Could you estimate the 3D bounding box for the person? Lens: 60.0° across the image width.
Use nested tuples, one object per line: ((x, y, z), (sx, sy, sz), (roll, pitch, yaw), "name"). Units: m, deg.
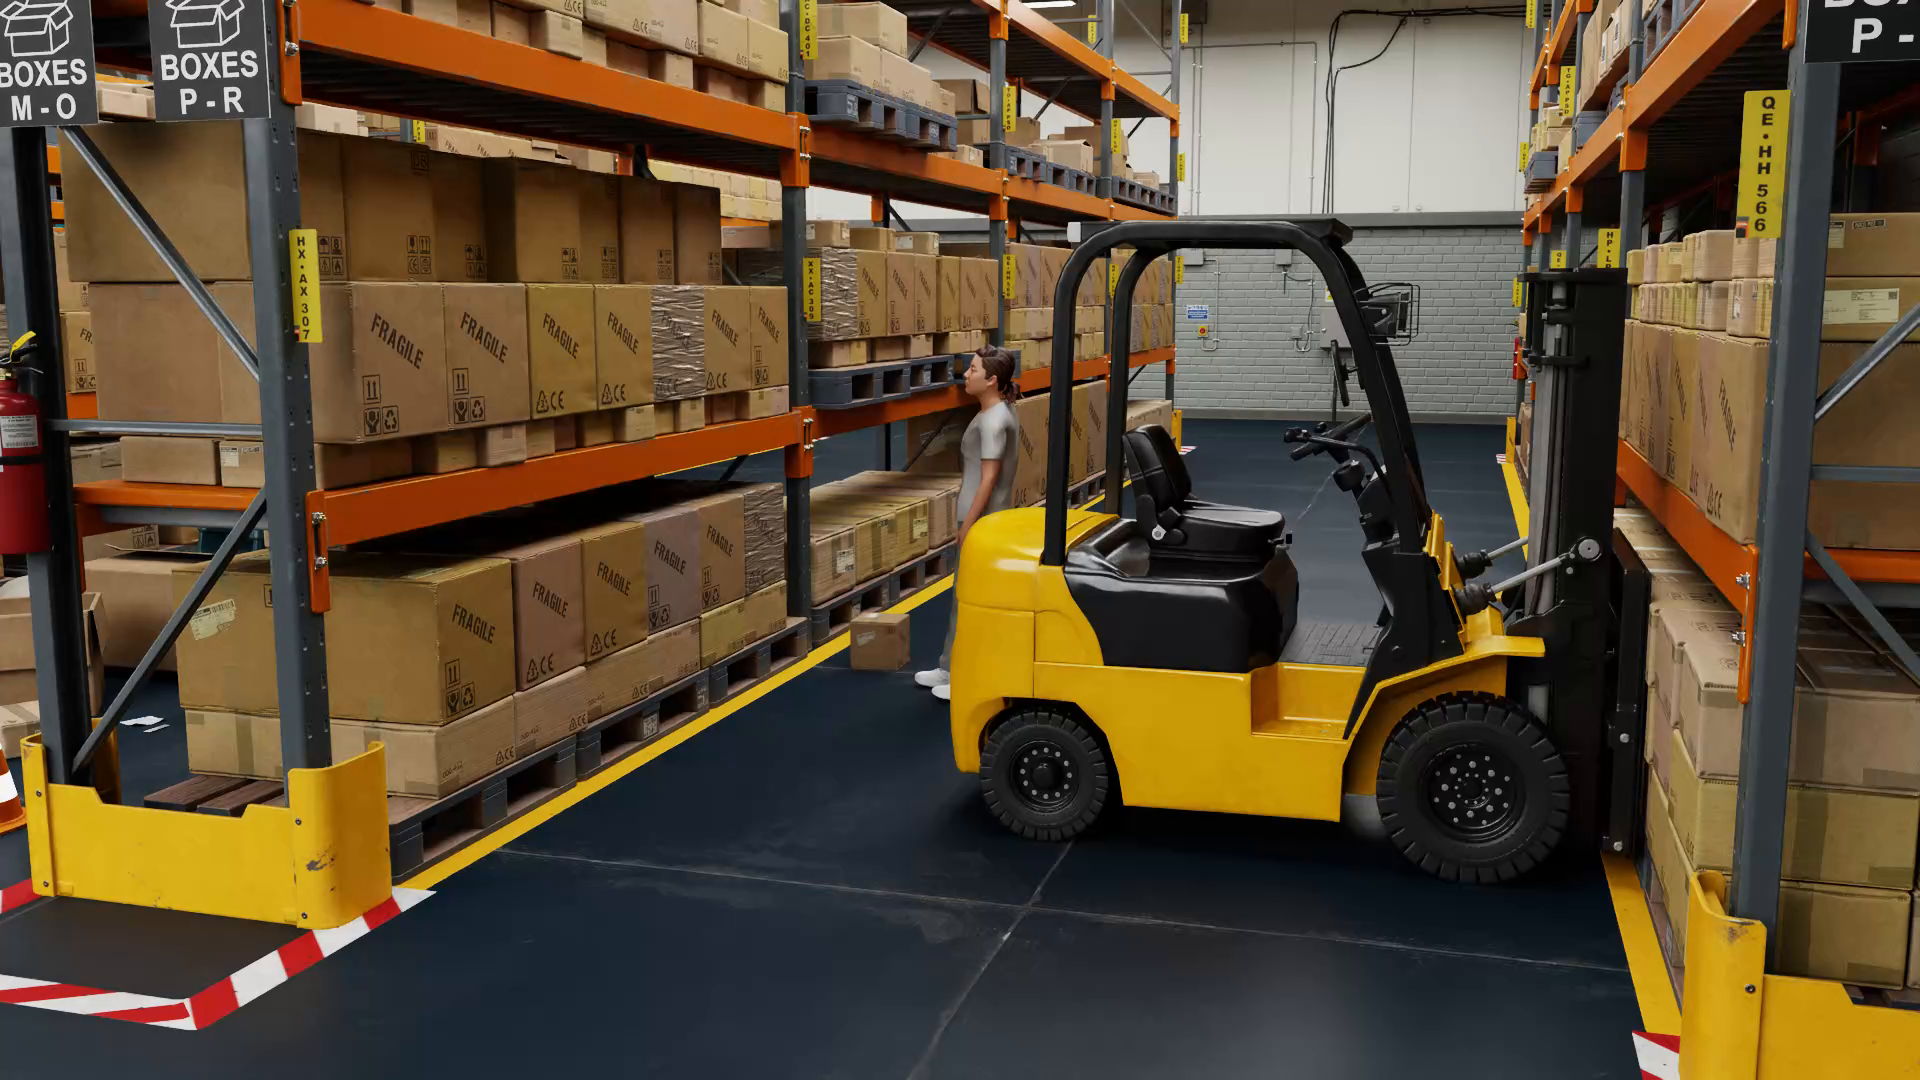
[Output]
((0.032, -0.079, 7.814), (0.548, 1.674, 0.549), (1, 8, 5), "person")
